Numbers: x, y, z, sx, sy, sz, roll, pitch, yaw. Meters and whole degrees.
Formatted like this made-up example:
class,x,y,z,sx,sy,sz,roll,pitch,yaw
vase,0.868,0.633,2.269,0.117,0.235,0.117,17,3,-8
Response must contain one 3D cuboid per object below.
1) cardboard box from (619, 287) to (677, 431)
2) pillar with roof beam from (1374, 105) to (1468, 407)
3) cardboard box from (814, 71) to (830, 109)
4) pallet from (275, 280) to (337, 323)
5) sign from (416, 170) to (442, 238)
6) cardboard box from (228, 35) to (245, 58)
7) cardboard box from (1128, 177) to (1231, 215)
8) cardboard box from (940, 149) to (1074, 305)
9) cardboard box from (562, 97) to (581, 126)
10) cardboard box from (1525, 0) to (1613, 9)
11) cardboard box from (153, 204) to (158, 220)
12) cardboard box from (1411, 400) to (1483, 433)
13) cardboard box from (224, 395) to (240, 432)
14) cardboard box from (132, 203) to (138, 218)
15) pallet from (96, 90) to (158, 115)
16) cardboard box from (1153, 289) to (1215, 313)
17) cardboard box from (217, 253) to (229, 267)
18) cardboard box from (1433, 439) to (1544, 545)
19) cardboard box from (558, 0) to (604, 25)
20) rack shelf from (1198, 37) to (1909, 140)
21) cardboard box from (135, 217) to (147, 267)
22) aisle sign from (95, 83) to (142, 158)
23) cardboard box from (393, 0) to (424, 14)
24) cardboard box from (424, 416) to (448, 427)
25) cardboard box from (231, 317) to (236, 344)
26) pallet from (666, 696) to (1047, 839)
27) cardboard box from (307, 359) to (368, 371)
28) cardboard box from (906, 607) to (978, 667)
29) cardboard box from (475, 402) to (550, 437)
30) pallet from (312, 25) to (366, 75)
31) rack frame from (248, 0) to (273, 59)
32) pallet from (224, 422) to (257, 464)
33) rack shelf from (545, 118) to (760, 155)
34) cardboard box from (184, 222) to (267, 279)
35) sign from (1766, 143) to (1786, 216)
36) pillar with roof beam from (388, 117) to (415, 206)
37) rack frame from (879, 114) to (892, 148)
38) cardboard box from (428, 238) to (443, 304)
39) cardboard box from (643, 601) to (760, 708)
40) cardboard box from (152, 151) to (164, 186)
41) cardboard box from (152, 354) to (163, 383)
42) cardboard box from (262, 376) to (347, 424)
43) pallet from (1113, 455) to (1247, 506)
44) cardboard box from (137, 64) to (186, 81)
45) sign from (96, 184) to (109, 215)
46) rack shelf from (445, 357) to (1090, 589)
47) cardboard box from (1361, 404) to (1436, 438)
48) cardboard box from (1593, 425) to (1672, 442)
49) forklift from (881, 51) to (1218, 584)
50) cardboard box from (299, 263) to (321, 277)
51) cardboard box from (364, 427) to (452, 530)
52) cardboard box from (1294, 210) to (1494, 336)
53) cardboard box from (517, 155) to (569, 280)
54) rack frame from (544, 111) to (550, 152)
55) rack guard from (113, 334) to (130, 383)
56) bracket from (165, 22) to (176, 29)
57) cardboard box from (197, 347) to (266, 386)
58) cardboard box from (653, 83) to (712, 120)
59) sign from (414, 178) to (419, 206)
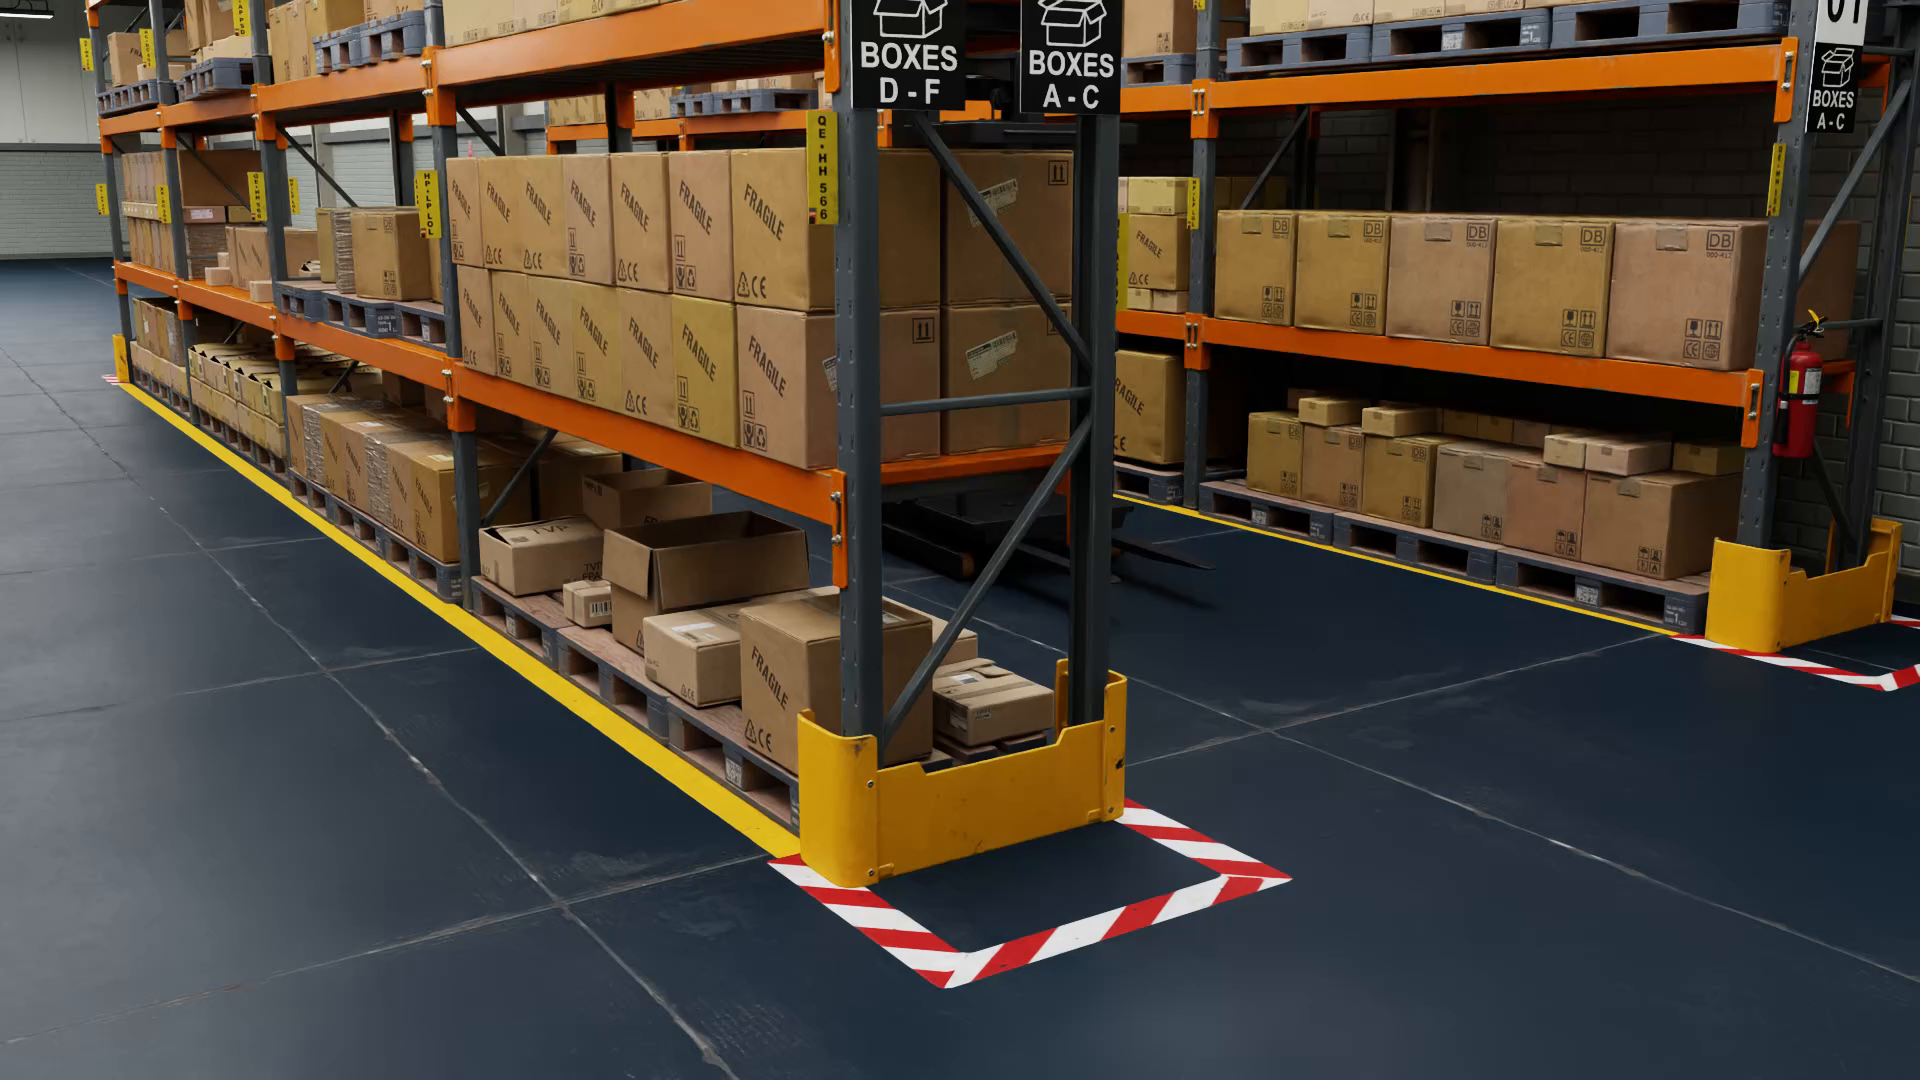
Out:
class,x,y,z,sx,sy,sz,roll,pitch,yaw
cardboard box,-0.969,-0.715,6.377,0.500,0.500,0.500,-8,15,-32
pillar with roof beam,-0.502,-4.135,8.207,9.100,9.000,0.400,-8,15,-33
cardboard box,-0.883,-4.215,15.303,0.797,0.503,0.637,-6,14,-25
pallet,-3.930,-1.654,11.355,1.213,0.211,1.003,-8,15,-33
sign,-2.608,-1.648,8.168,0.100,0.325,0.005,-8,15,-33
cardboard box,-5.275,-3.726,12.725,0.500,0.250,0.500,-8,15,-34
cardboard box,1.502,-2.359,11.396,0.500,0.250,0.500,-8,14,-31
cardboard box,0.042,-1.085,5.728,0.500,0.500,0.500,-8,14,-31
cardboard box,-4.430,-5.205,19.842,0.500,0.500,0.500,-7,14,-29
cardboard box,3.274,-2.862,8.541,0.500,0.250,0.500,-9,15,-35
cardboard box,-7.611,-3.187,16.160,0.380,0.149,0.250,-8,14,-31
cardboard box,2.967,-0.756,10.146,0.380,0.149,0.250,-8,15,-32
cardboard box,-5.711,-1.059,13.637,0.500,0.250,0.500,-8,15,-32
cardboard box,-8.335,-3.417,17.215,0.380,0.149,0.250,-8,15,-34
pallet,-8.426,-4.577,17.454,1.003,0.211,1.213,-8,15,-33
cardboard box,1.551,-1.650,11.425,0.380,0.149,0.250,-8,15,-32
cardboard box,-6.271,-2.416,14.740,0.500,0.250,0.500,-7,14,-29
cardboard box,3.163,-0.300,9.579,0.700,0.500,0.500,-9,15,-35
cardboard box,-1.255,-2.158,6.540,0.500,0.250,0.500,-8,15,-33
rack shelf,3.082,-2.494,9.409,1.077,0.370,4.000,-8,15,-33
cardboard box,-8.253,-3.155,17.532,0.700,0.500,0.500,-8,14,-31
aisle sign,-9.088,-4.529,17.964,0.394,0.787,0.004,-8,15,-33
cardboard box,-2.755,-3.132,9.189,0.600,0.600,0.600,-8,15,-33
cardboard box,-3.068,-0.531,10.590,0.500,0.500,0.500,-9,15,-35
cardboard box,-6.860,-2.008,16.219,0.500,0.500,0.500,-8,15,-33
pallet,-0.416,0.770,6.349,1.003,0.211,1.213,-8,15,-33
cardboard box,-4.988,-1.308,13.460,0.500,0.311,0.500,-9,15,-34
cardboard box,-0.274,0.471,6.591,0.500,0.250,0.500,-8,15,-33
cardboard box,-2.767,-0.802,10.073,0.500,0.250,0.500,-8,15,-33
pallet,-3.028,-2.831,9.704,1.213,0.211,1.003,-8,15,-33
rack frame,-4.364,-4.791,11.207,1.000,3.000,0.127,-8,15,-33
pallet,-5.460,-0.866,13.828,1.003,0.211,1.213,-8,15,-33
rack shelf,-3.567,-4.628,19.168,1.077,0.370,4.000,-8,15,-33
cardboard box,-6.831,-2.699,15.448,0.700,0.500,0.500,-9,15,-34
sign,3.731,-1.644,7.595,0.100,0.325,0.005,-8,15,-33
pillar with roof beam,-13.799,-8.403,27.725,9.100,9.000,0.400,-8,15,-33
rack frame,-0.242,-2.447,14.532,1.000,3.000,0.127,-8,15,-33
cardboard box,-2.658,-1.629,9.570,0.700,0.500,0.500,-6,14,-24
cardboard box,-0.939,0.451,6.686,0.500,0.250,0.500,-8,15,-33
cardboard box,-7.389,-3.511,16.127,0.700,0.500,0.500,-8,15,-33
cardboard box,-7.855,-1.756,16.825,0.500,0.250,0.500,-8,15,-33
cardboard box,-4.859,-1.060,12.329,0.500,0.311,0.500,-8,14,-31
pallet,1.484,-0.502,12.164,1.003,0.211,1.213,-8,15,-33
cardboard box,-7.476,-4.370,15.580,0.380,0.149,0.250,-8,15,-33
sign,-9.262,-3.680,17.957,0.100,0.325,0.005,-8,15,-33
rack shelf,-1.040,-0.442,7.045,1.077,0.370,4.000,-8,15,-33
cardboard box,2.630,-0.716,9.967,0.380,0.149,0.250,-9,15,-34
cardboard box,3.673,-0.530,9.112,0.380,0.149,0.250,-8,15,-33
forklift,0.308,-1.316,9.518,1.130,2.935,3.031,-7,14,-29
cardboard box,-4.529,-1.887,12.177,0.500,0.311,0.500,-7,14,-29
cardboard box,-3.204,-0.375,9.876,0.500,0.500,0.500,-8,15,-32
cardboard box,2.661,-1.654,10.200,0.980,0.700,0.700,-9,15,-34
cardboard box,-1.550,-1.386,7.104,0.500,0.500,0.500,-9,15,-34
rack frame,-4.675,-3.870,21.038,1.000,3.000,0.127,-8,15,-33
rack guard,-8.810,-2.066,18.640,1.175,0.500,0.348,-8,15,-33
bracket,-22.027,-14.326,46.382,0.235,0.232,0.430,-8,15,-33
cardboard box,-6.286,-1.515,14.409,0.500,0.311,0.500,-8,15,-33
cardboard box,-2.945,-4.744,17.731,0.500,0.500,0.500,-8,14,-31
sign,-3.918,-2.453,12.034,0.100,0.325,0.005,-8,15,-33
